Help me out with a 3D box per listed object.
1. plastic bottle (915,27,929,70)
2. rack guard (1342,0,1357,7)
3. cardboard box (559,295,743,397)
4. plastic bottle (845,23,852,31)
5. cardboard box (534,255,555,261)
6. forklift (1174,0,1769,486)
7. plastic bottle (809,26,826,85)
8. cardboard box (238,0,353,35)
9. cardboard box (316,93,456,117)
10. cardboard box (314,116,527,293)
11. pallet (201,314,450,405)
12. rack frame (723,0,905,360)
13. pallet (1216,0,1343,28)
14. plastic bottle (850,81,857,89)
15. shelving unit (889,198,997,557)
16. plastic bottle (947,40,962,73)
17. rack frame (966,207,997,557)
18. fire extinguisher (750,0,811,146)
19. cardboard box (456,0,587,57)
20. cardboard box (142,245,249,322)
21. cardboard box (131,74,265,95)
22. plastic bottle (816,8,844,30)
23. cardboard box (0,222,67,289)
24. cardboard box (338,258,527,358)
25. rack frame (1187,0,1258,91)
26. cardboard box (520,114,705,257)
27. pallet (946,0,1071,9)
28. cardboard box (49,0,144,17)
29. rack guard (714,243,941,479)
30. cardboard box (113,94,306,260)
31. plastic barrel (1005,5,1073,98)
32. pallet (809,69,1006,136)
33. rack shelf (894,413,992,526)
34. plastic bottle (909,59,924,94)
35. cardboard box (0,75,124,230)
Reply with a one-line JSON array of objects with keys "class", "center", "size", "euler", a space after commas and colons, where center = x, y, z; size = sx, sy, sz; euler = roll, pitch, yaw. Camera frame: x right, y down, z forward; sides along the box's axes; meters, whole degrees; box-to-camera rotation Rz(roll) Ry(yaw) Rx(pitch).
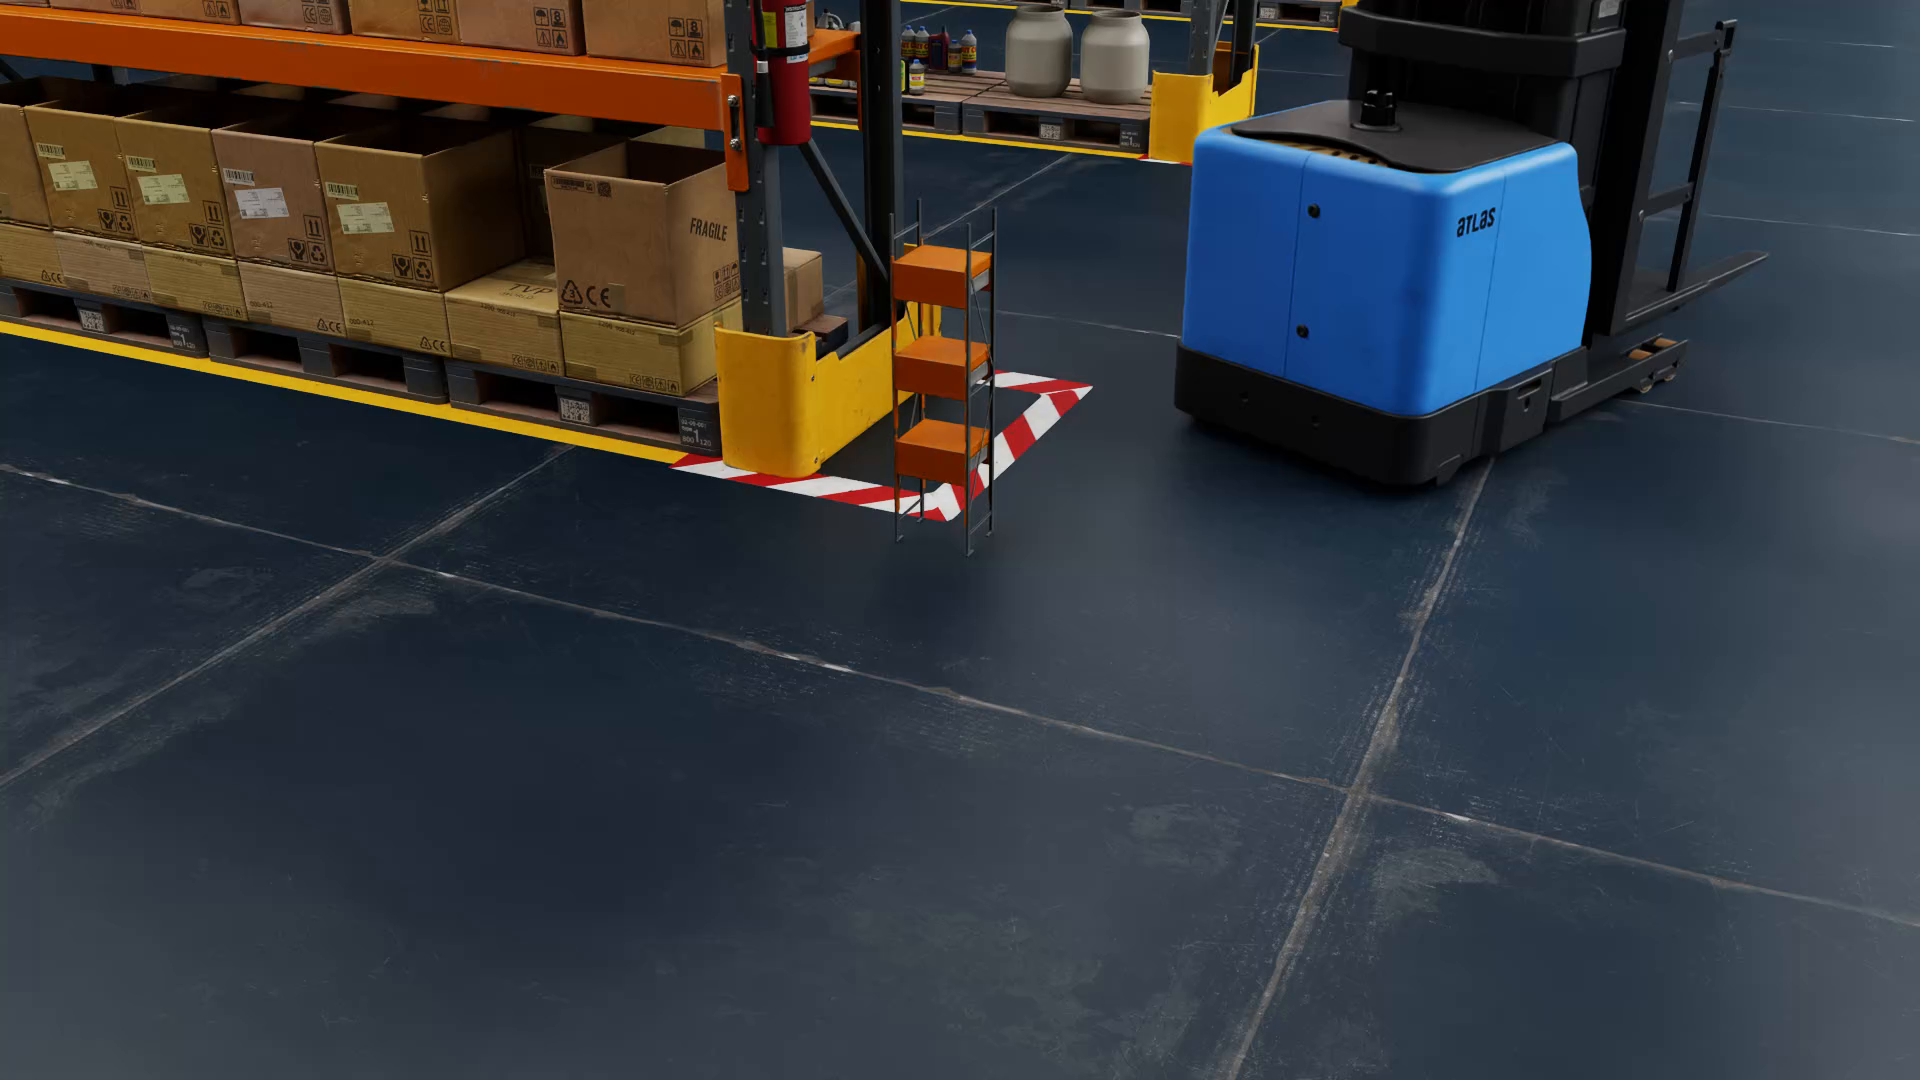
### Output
[{"class": "plastic bottle", "center": [-0.253, -3.300, 11.147], "size": [0.097, 0.271, 0.097], "euler": [0, 26, 0]}, {"class": "rack guard", "center": [3.562, -4.691, 14.211], "size": [0.348, 0.500, 1.175], "euler": [11, 28, 22]}, {"class": "cardboard box", "center": [-1.083, -0.750, 6.015], "size": [0.500, 0.250, 0.500], "euler": [11, 28, 22]}, {"class": "plastic bottle", "center": [-0.783, -3.347, 11.229], "size": [0.133, 0.283, 0.061], "euler": [11, 28, 22]}, {"class": "cardboard box", "center": [-1.326, -1.048, 6.620], "size": [0.500, 0.250, 0.500], "euler": [11, 28, 22]}, {"class": "forklift", "center": [2.211, -2.030, 6.055], "size": [3.031, 2.935, 1.130], "euler": [-22, 34, -37]}, {"class": "plastic bottle", "center": [-0.939, -3.120, 10.693], "size": [0.185, 0.351, 0.144], "euler": [11, 28, 21]}, {"class": "cardboard box", "center": [-2.303, -2.233, 6.277], "size": [0.500, 0.500, 0.700], "euler": [12, 29, 23]}, {"class": "cardboard box", "center": [-2.233, -1.570, 6.831], "size": [0.500, 0.500, 0.500], "euler": [11, 28, 22]}, {"class": "cardboard box", "center": [-2.001, -1.262, 6.207], "size": [0.500, 0.500, 0.500], "euler": [11, 28, 22]}, {"class": "pallet", "center": [-2.293, -0.911, 6.862], "size": [1.213, 0.211, 1.003], "euler": [11, 28, 22]}, {"class": "rack frame", "center": [-0.473, -1.816, 5.542], "size": [0.127, 3.000, 1.000], "euler": [11, 28, 22]}, {"class": "pallet", "center": [2.837, -4.724, 14.606], "size": [1.213, 0.211, 1.003], "euler": [11, 28, 22]}, {"class": "plastic bottle", "center": [-0.617, -3.024, 10.582], "size": [0.135, 0.276, 0.152], "euler": [11, 28, 20]}, {"class": "shelving unit", "center": [-0.049, -0.481, 5.038], "size": [0.252, 1.050, 0.215], "euler": [11, 28, 22]}, {"class": "plastic bottle", "center": [-0.035, -3.224, 11.073], "size": [0.097, 0.201, 0.097], "euler": [0, 26, 0]}, {"class": "rack frame", "center": [0.062, -0.458, 4.993], "size": [0.008, 1.050, 0.200], "euler": [11, 28, 22]}, {"class": "fire extinguisher", "center": [-0.558, -1.573, 5.136], "size": [0.183, 0.674, 0.296], "euler": [11, 28, 22]}, {"class": "cardboard box", "center": [-1.373, -2.045, 5.895], "size": [0.500, 0.500, 0.700], "euler": [12, 29, 23]}, {"class": "cardboard box", "center": [-2.911, -1.108, 6.743], "size": [0.500, 0.250, 0.500], "euler": [11, 28, 22]}, {"class": "cardboard box", "center": [-3.151, -1.745, 7.188], "size": [0.500, 0.500, 0.500], "euler": [11, 28, 22]}, {"class": "plastic bottle", "center": [-0.886, -3.451, 11.365], "size": [0.185, 0.351, 0.144], "euler": [11, 28, 21]}, {"class": "cardboard box", "center": [-3.818, -1.295, 7.122], "size": [0.500, 0.250, 0.500], "euler": [11, 28, 22]}, {"class": "cardboard box", "center": [-1.999, -0.927, 6.375], "size": [0.500, 0.250, 0.500], "euler": [11, 28, 22]}, {"class": "rack frame", "center": [1.581, -3.807, 9.586], "size": [0.127, 3.000, 1.000], "euler": [11, 28, 22]}, {"class": "cardboard box", "center": [-1.325, -1.385, 6.456], "size": [0.500, 0.500, 0.500], "euler": [11, 28, 22]}, {"class": "pallet", "center": [0.616, -5.170, 15.512], "size": [1.213, 0.211, 1.003], "euler": [11, 28, 22]}, {"class": "cardboard box", "center": [-3.225, -2.420, 6.655], "size": [0.500, 0.500, 0.700], "euler": [11, 28, 21]}, {"class": "rack guard", "center": [-0.451, -0.690, 6.085], "size": [0.348, 0.500, 1.175], "euler": [11, 28, 22]}, {"class": "cardboard box", "center": [-2.911, -1.445, 6.577], "size": [0.500, 0.500, 0.500], "euler": [11, 28, 22]}, {"class": "plastic barrel", "center": [0.494, -3.060, 10.411], "size": [0.421, 0.512, 0.421], "euler": [0, 26, 0]}, {"class": "pallet", "center": [-0.352, -2.925, 10.952], "size": [1.213, 0.211, 1.003], "euler": [11, 28, 22]}, {"class": "rack shelf", "center": [-0.049, -0.222, 5.165], "size": [0.240, 0.259, 0.215], "euler": [11, 28, 22]}, {"class": "plastic bottle", "center": [-0.272, -2.908, 10.431], "size": [0.097, 0.201, 0.097], "euler": [0, 26, 0]}, {"class": "cardboard box", "center": [-3.822, -1.628, 6.949], "size": [0.500, 0.500, 0.500], "euler": [11, 28, 22]}]
